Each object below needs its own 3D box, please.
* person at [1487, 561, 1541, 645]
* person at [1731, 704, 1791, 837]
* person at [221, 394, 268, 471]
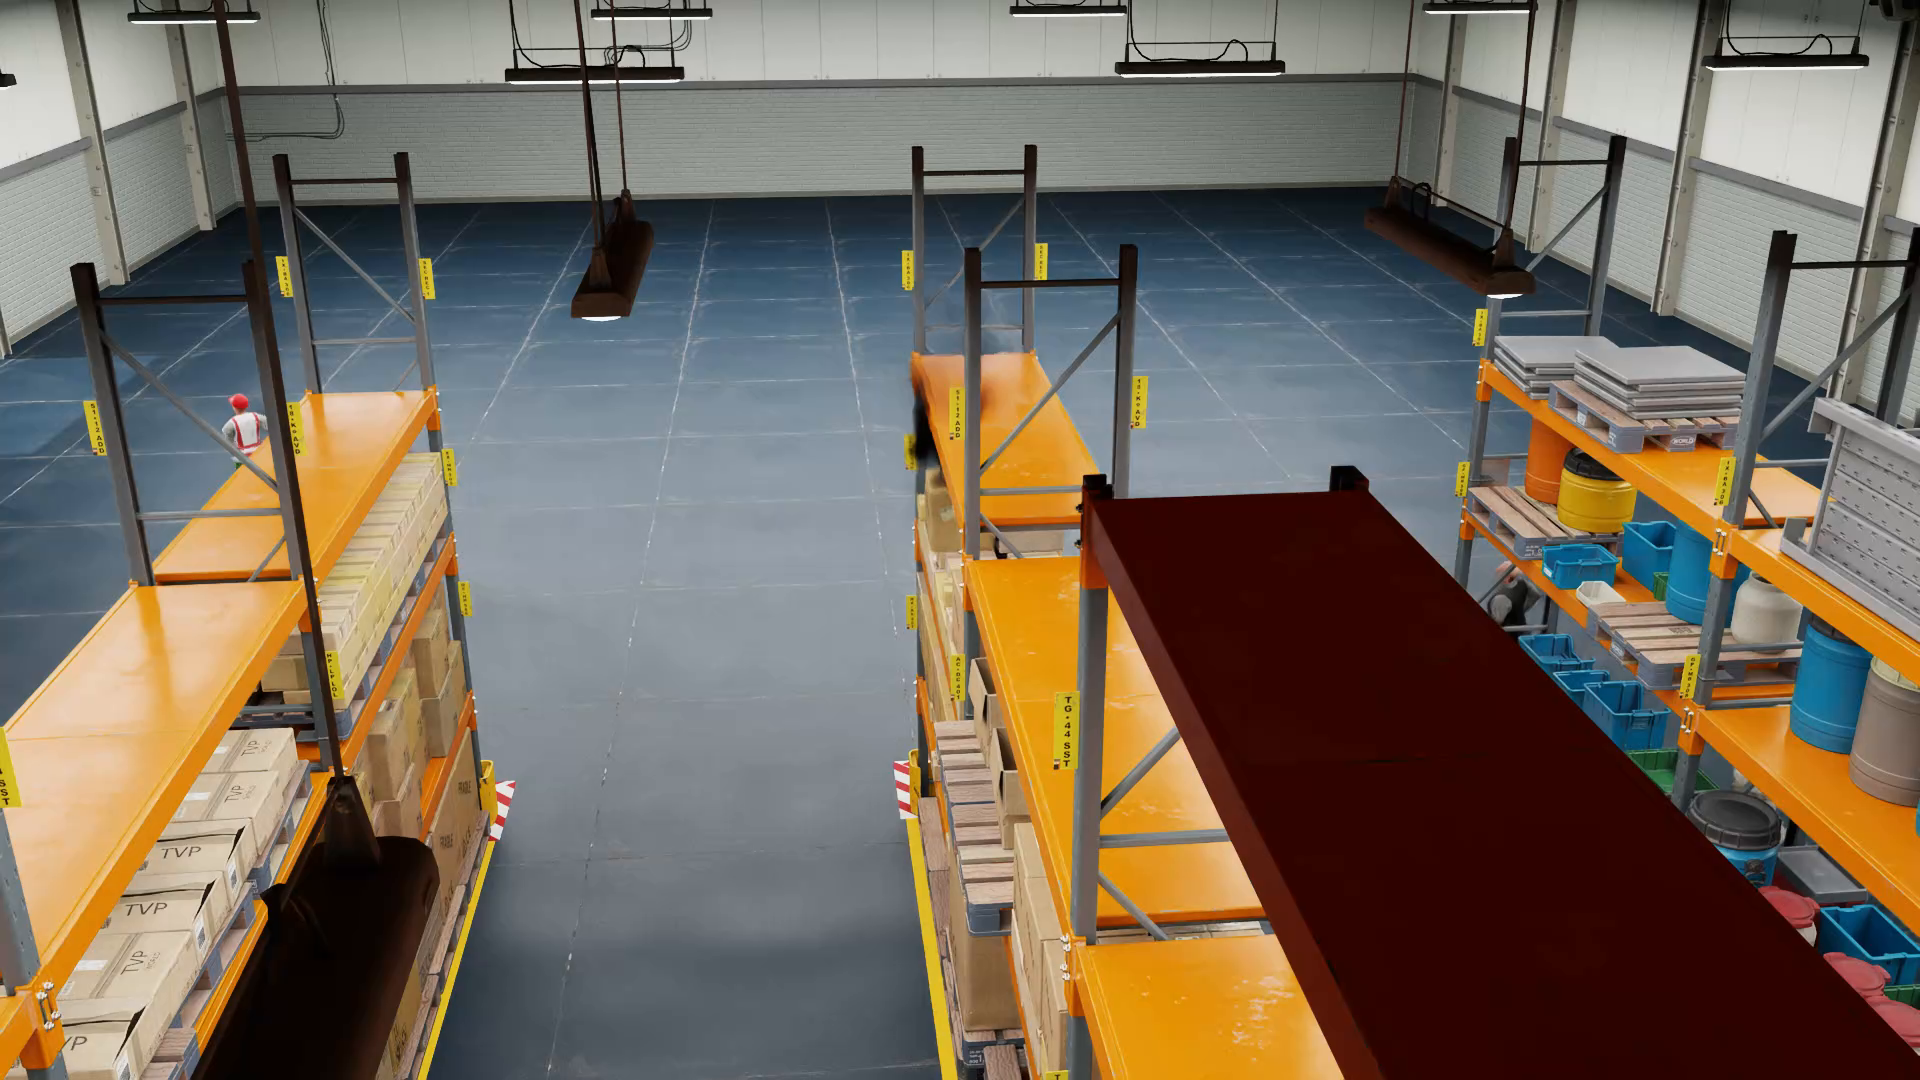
[{"bbox_3d":[5.540,0.976,16.892,0.618,1.679,0.699,13,25,30],"label":"person"},{"bbox_3d":[7.055,1.923,14.427,0.705,1.727,0.660,-6,22,-15],"label":"person"},{"bbox_3d":[-9.332,-1.059,21.806,0.980,1.786,0.659,13,25,29],"label":"person"}]
